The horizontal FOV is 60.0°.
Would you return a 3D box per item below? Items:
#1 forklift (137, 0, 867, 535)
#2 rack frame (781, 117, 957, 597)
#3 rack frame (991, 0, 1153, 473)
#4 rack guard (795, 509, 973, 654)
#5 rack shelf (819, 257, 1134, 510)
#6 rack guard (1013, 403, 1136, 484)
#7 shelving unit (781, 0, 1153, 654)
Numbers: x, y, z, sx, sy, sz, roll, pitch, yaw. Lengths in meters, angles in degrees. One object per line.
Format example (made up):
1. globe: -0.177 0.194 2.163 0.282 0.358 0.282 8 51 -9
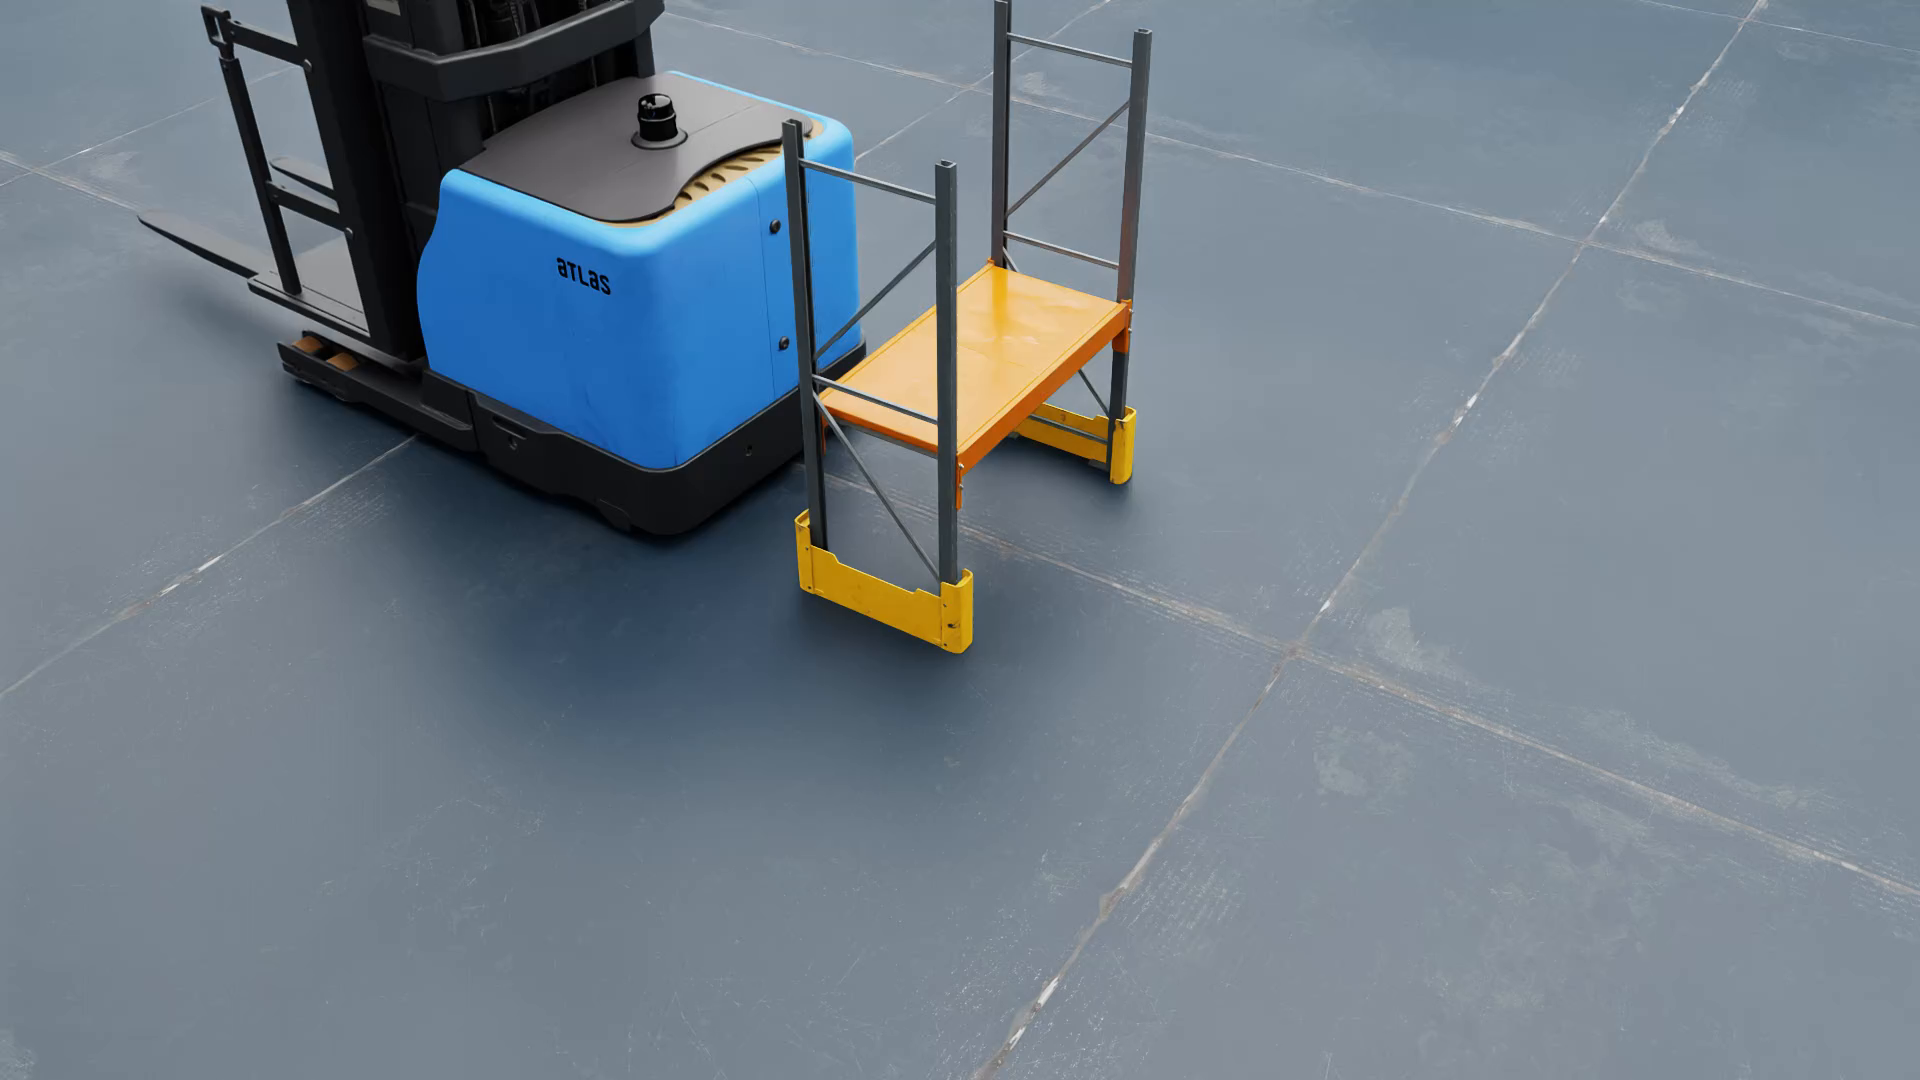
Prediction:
1. forklift: -1.814 -1.891 5.302 3.031 2.935 1.130 24 43 27
2. rack frame: -0.227 -0.376 4.509 0.500 1.500 0.032 21 42 25
3. rack frame: 0.318 -0.900 5.189 0.500 1.500 0.032 21 42 25
4. rack guard: -0.226 0.118 4.892 0.587 0.250 0.087 21 42 25
5. rack shelf: 0.046 -0.496 4.959 0.538 0.185 1.000 21 42 25
6. rack guard: 0.308 -0.395 5.558 0.587 0.250 0.087 21 42 25
7. shelving unit: 0.041 -0.633 4.843 0.587 1.500 1.083 21 42 25
